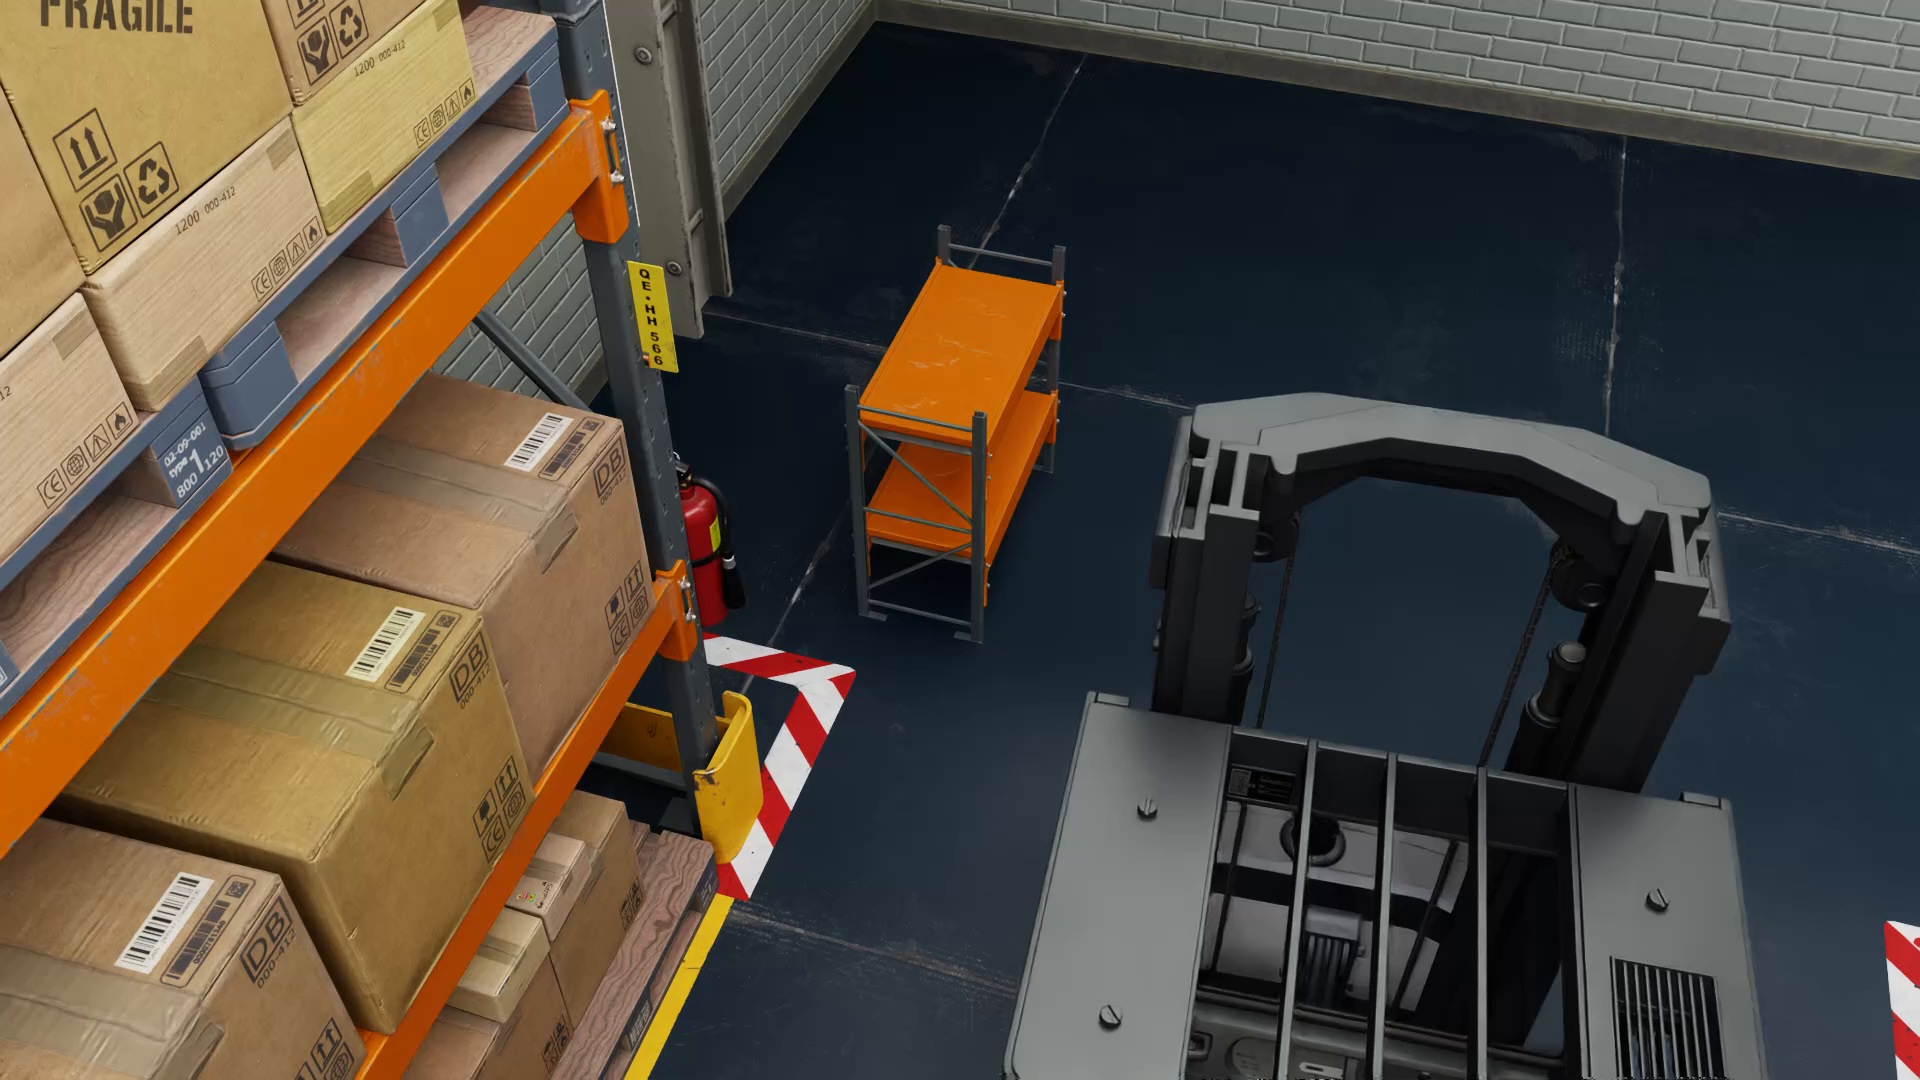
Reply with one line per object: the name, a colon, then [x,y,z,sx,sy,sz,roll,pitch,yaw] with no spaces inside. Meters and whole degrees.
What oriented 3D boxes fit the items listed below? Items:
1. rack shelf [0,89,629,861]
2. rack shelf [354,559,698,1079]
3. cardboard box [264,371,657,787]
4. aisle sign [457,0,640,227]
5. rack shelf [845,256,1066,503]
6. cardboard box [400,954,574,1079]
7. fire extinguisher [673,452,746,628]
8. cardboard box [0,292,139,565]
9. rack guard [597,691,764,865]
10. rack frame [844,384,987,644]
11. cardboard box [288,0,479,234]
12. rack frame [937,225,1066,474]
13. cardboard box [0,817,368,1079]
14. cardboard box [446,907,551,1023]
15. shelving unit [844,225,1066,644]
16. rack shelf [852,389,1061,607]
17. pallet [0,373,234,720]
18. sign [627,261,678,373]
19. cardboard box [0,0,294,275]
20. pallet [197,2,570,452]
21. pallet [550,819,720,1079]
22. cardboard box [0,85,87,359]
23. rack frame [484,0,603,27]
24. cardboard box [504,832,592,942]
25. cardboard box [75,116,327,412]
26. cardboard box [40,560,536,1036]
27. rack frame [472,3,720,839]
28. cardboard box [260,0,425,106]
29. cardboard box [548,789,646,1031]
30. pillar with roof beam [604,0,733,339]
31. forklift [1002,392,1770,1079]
rack shelf: [-1.892,0.335,2.633,1.077,0.370,4.000,13,46,13]
rack shelf: [-1.892,1.407,3.682,1.077,0.370,4.000,13,46,13]
cardboard box: [-1.431,0.051,4.338,0.980,0.700,0.700,14,46,14]
aisle sign: [-0.979,-1.097,3.868,0.394,0.787,0.004,13,46,13]
rack shelf: [0.002,-0.616,6.156,0.538,0.278,1.000,13,46,13]
cardboard box: [-1.554,1.381,4.681,0.700,0.500,0.500,12,46,12]
fire extinguisher: [-0.801,-0.025,4.953,0.296,0.674,0.183,13,46,13]
cardboard box: [-1.565,-0.148,2.348,0.500,0.250,0.500,11,45,11]
rack guard: [-1.279,0.694,5.683,1.175,0.500,0.348,13,46,13]
rack frame: [-0.152,-0.068,6.015,0.500,1.125,0.032,13,46,13]
cardboard box: [-1.255,-0.843,3.058,0.500,0.250,0.500,14,46,14]
rack frame: [0.156,-0.745,6.707,0.500,1.125,0.032,13,46,13]
cardboard box: [-1.880,1.045,3.323,0.980,0.700,0.700,10,45,11]
cardboard box: [-1.345,1.111,4.494,0.380,0.149,0.250,14,46,14]
shelving unit: [0.002,-0.407,6.361,0.538,1.125,1.048,13,46,13]
rack shelf: [0.002,-0.232,6.532,0.538,0.278,1.000,13,46,13]
pallet: [-1.869,0.089,2.433,1.003,0.211,1.213,13,46,13]
sign: [-0.773,-0.558,4.178,0.100,0.325,0.005,13,46,13]
cardboard box: [-1.410,-0.779,2.456,0.500,0.500,0.500,14,46,14]
pallet: [-1.501,-0.727,3.267,1.003,0.211,1.213,13,46,13]
pallet: [-1.454,1.363,5.206,1.003,0.211,1.213,13,46,13]
cardboard box: [-1.560,-0.429,2.099,0.500,0.500,0.500,11,45,11]
rack frame: [-1.286,-2.328,2.695,1.000,3.000,0.127,13,46,13]
cardboard box: [-1.268,0.940,4.668,0.380,0.149,0.250,12,46,12]
cardboard box: [-1.412,-0.496,2.703,0.500,0.250,0.500,11,45,11]
cardboard box: [-1.641,0.539,3.840,0.980,0.700,0.700,12,46,12]
rack frame: [-1.286,-0.183,4.793,1.000,3.000,0.127,13,46,13]
cardboard box: [-1.248,-1.110,2.794,0.500,0.500,0.500,12,46,12]
cardboard box: [-1.403,1.048,5.022,0.700,0.500,0.500,13,46,13]
pillar with roof beam: [2.810,-3.399,3.789,9.100,9.000,0.400,13,46,13]
forklift: [0.683,1.289,3.337,1.130,2.935,3.031,9,45,9]
